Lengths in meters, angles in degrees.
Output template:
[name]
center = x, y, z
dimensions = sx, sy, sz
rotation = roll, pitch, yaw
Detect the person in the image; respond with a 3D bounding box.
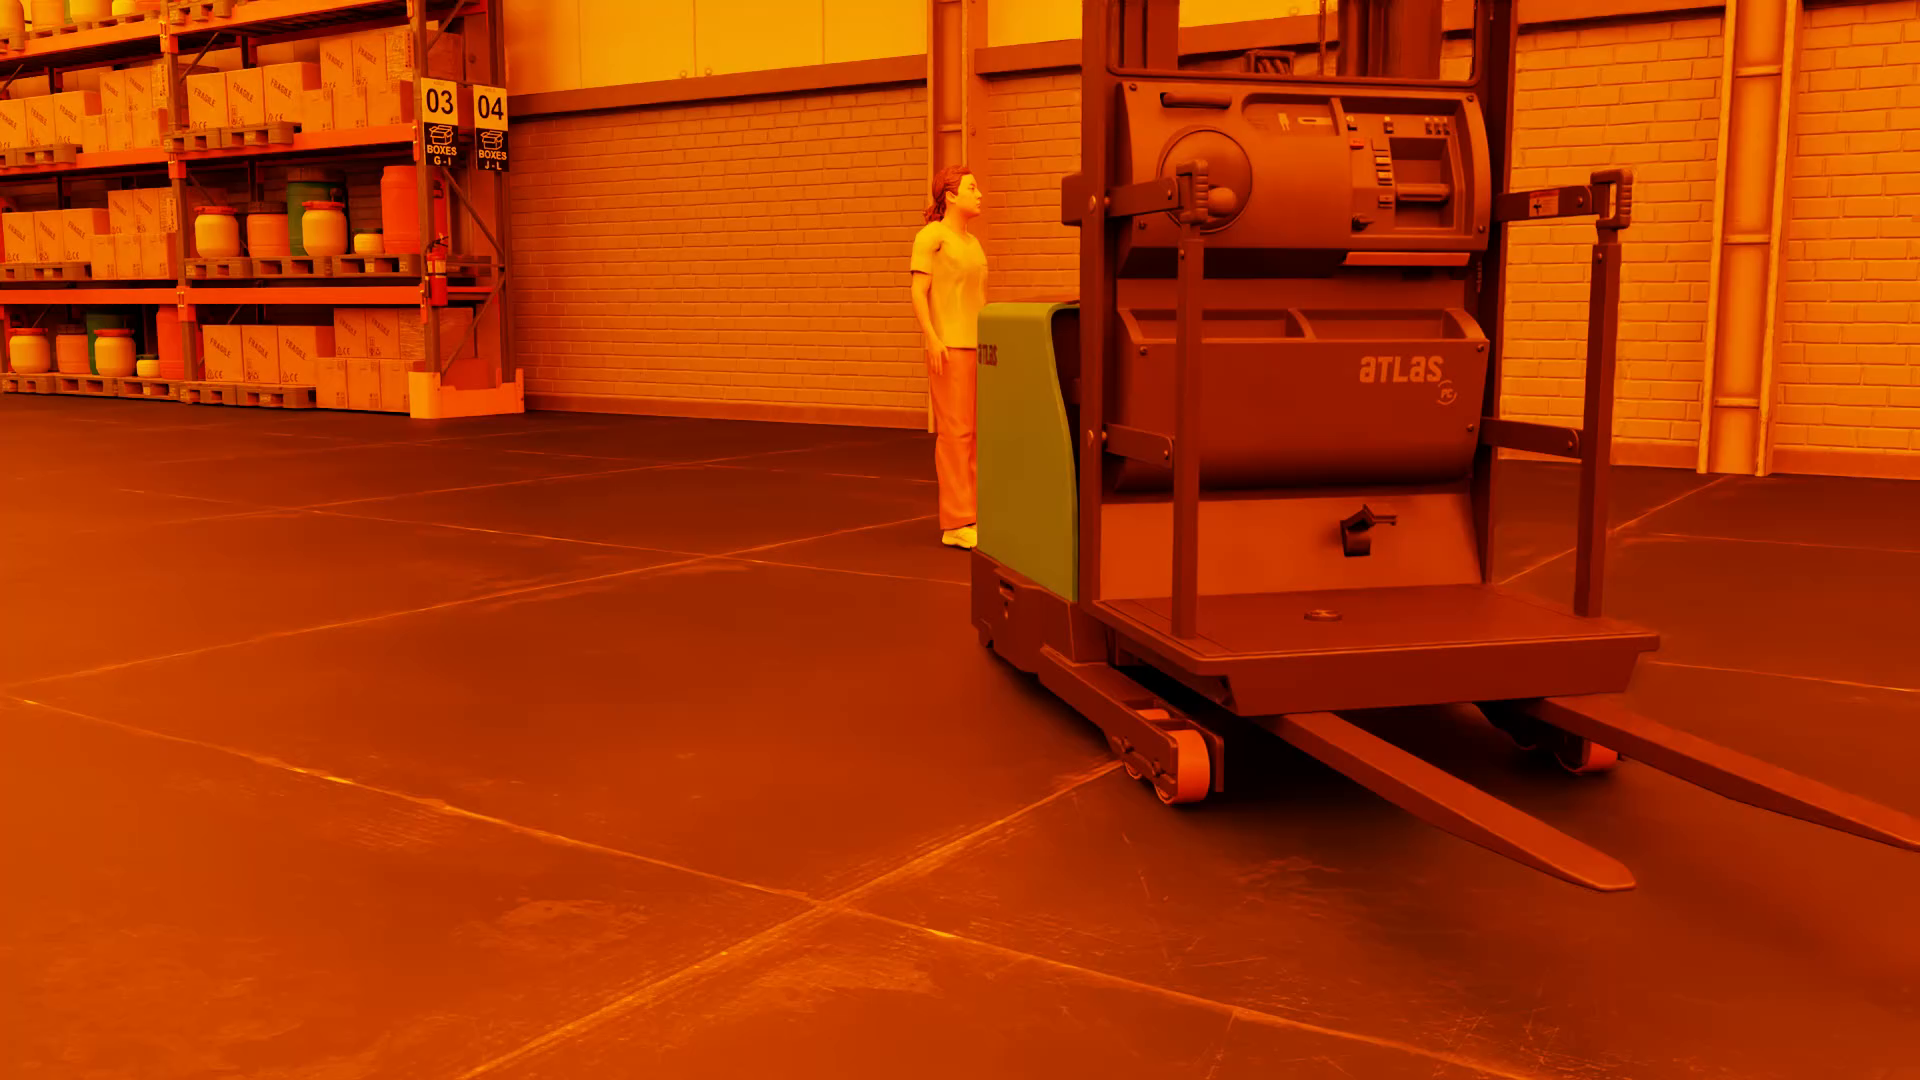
[person]
center = 0.054, -0.830, 7.434
dimensions = 0.549, 1.675, 0.553
rotation = 5, 10, 34

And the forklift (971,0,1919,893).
[forklift]
center = 0.893, -0.938, 3.791
dimensions = 1.130, 2.935, 3.031
rotation = -2, 8, -14
